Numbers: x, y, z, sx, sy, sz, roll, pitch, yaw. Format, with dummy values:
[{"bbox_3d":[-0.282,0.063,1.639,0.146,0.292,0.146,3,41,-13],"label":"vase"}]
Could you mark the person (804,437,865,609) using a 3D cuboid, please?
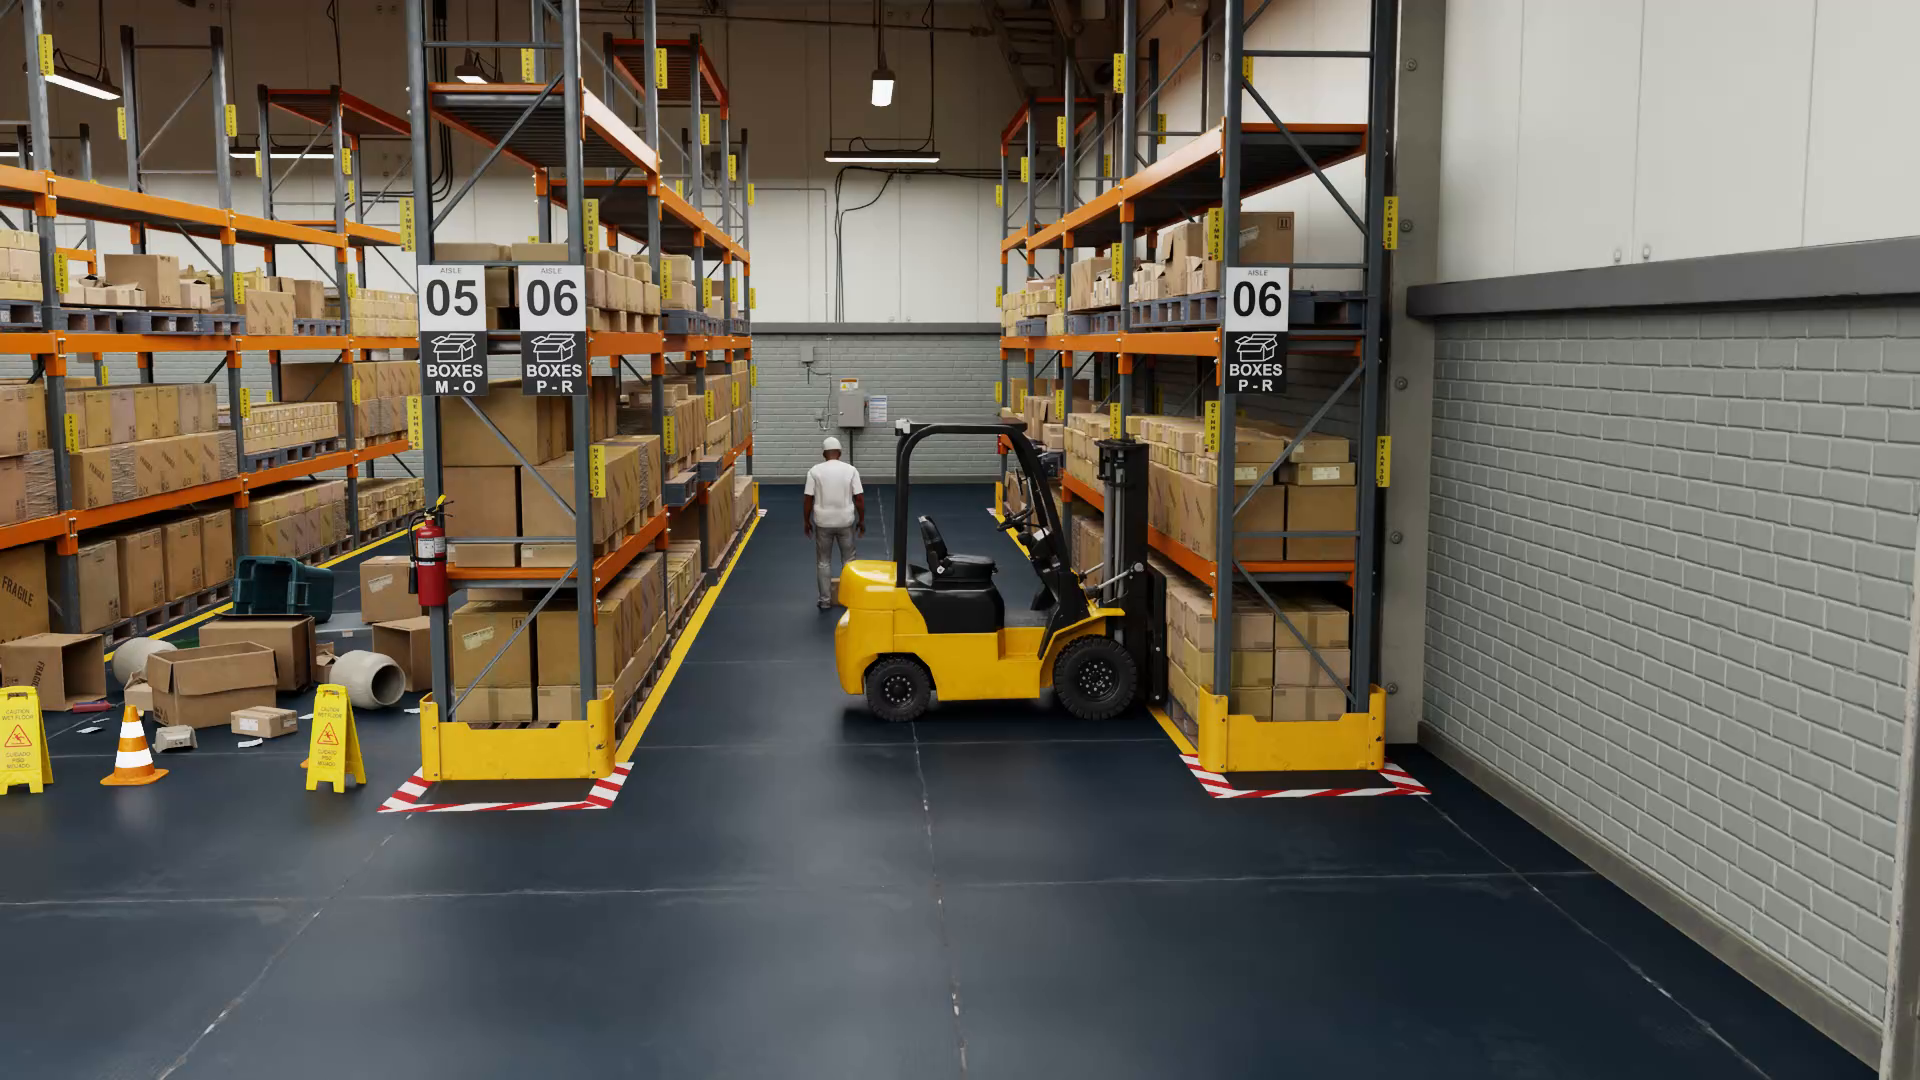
[{"bbox_3d":[-1.296,-0.178,17.172,0.632,1.757,0.463,-1,7,-4],"label":"person"}]
